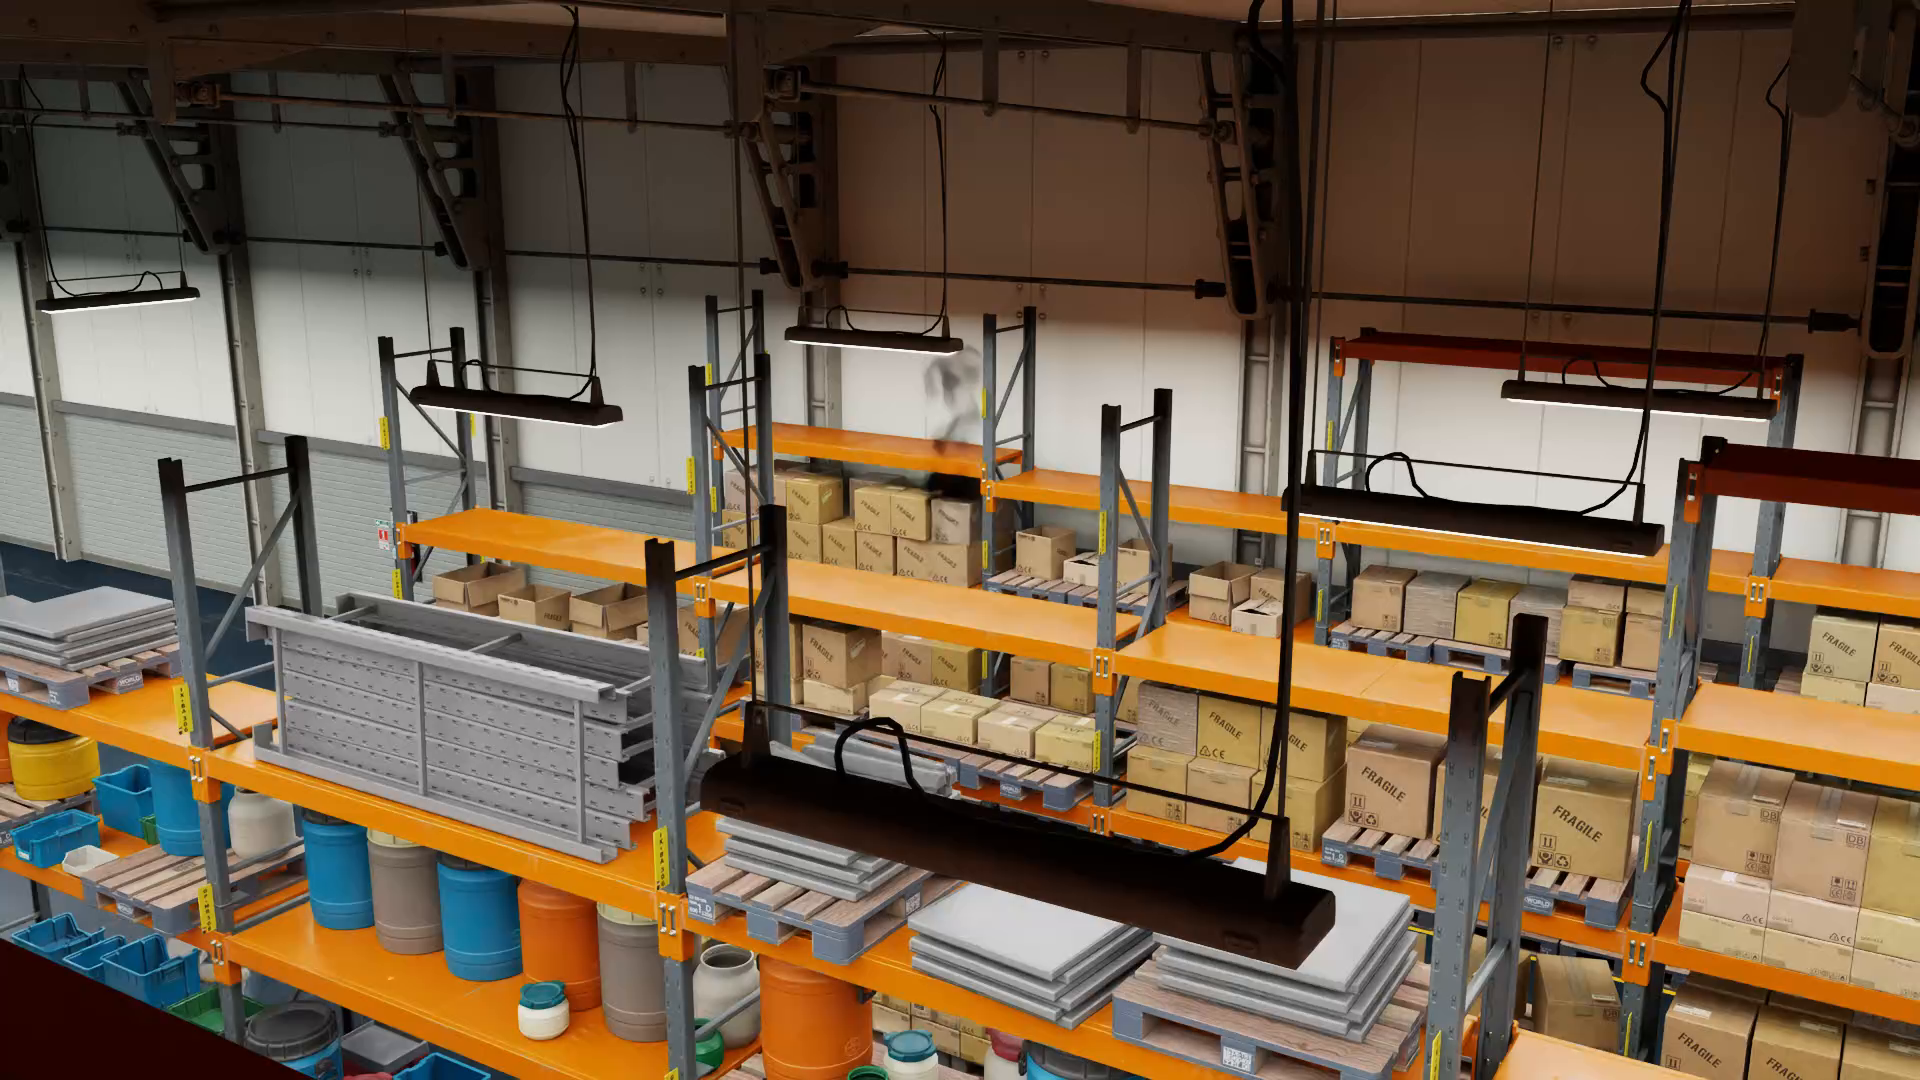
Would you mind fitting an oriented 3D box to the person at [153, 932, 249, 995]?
[{"bbox_3d":[-6.941,3.606,15.109,0.777,1.707,0.722,1,14,3],"label":"person"}]
